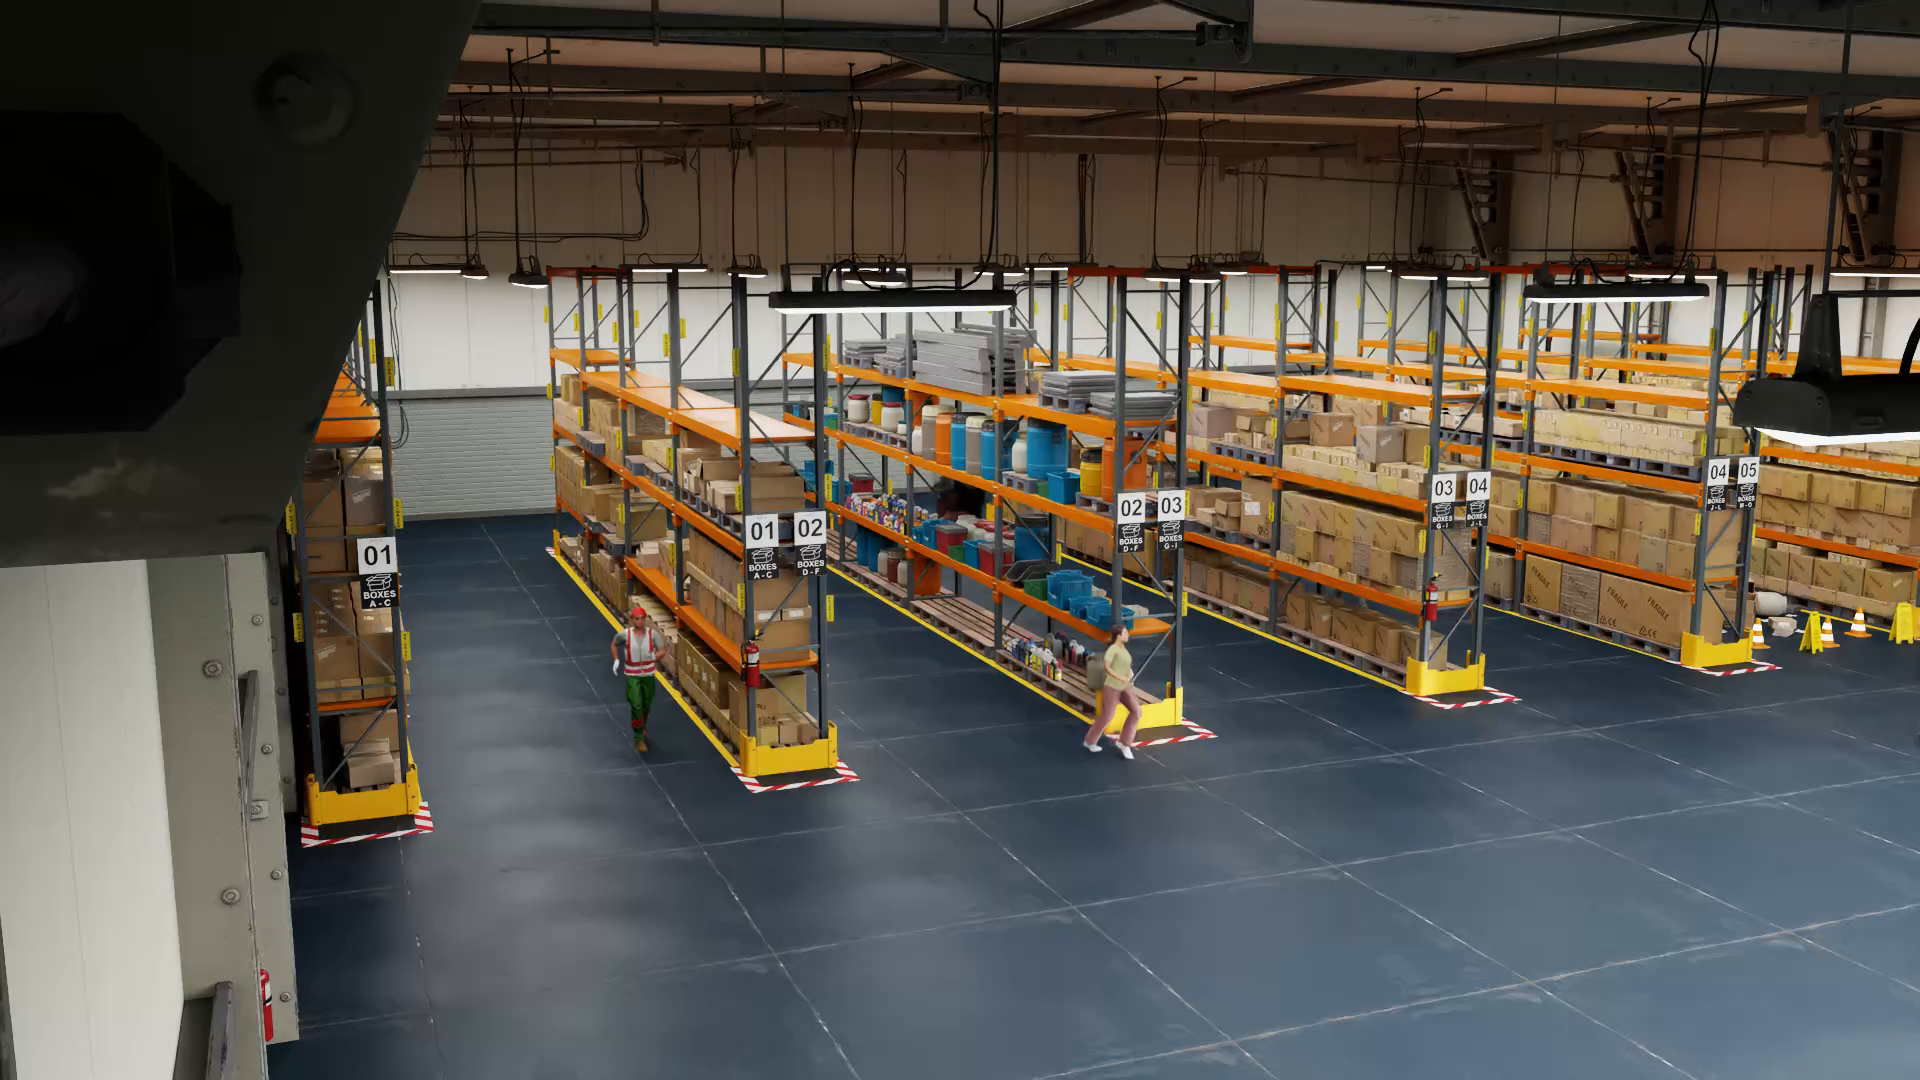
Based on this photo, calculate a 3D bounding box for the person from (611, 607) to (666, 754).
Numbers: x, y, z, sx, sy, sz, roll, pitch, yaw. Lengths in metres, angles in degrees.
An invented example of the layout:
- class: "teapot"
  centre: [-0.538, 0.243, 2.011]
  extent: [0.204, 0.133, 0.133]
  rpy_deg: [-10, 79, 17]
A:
- class: "person"
  centre: [-4.104, 1.741, 21.327]
  extent: [0.662, 1.797, 0.928]
  rpy_deg: [-4, 11, -21]

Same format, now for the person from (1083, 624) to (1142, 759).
- class: "person"
  centre: [1.979, 1.892, 21.091]
  extent: [0.694, 1.681, 0.642]
  rpy_deg: [6, 12, 32]

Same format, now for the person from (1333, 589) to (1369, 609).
- class: "person"
  centre: [7.070, 0.382, 29.612]
  extent: [0.579, 1.738, 0.881]
  rpy_deg: [-4, 11, -24]
